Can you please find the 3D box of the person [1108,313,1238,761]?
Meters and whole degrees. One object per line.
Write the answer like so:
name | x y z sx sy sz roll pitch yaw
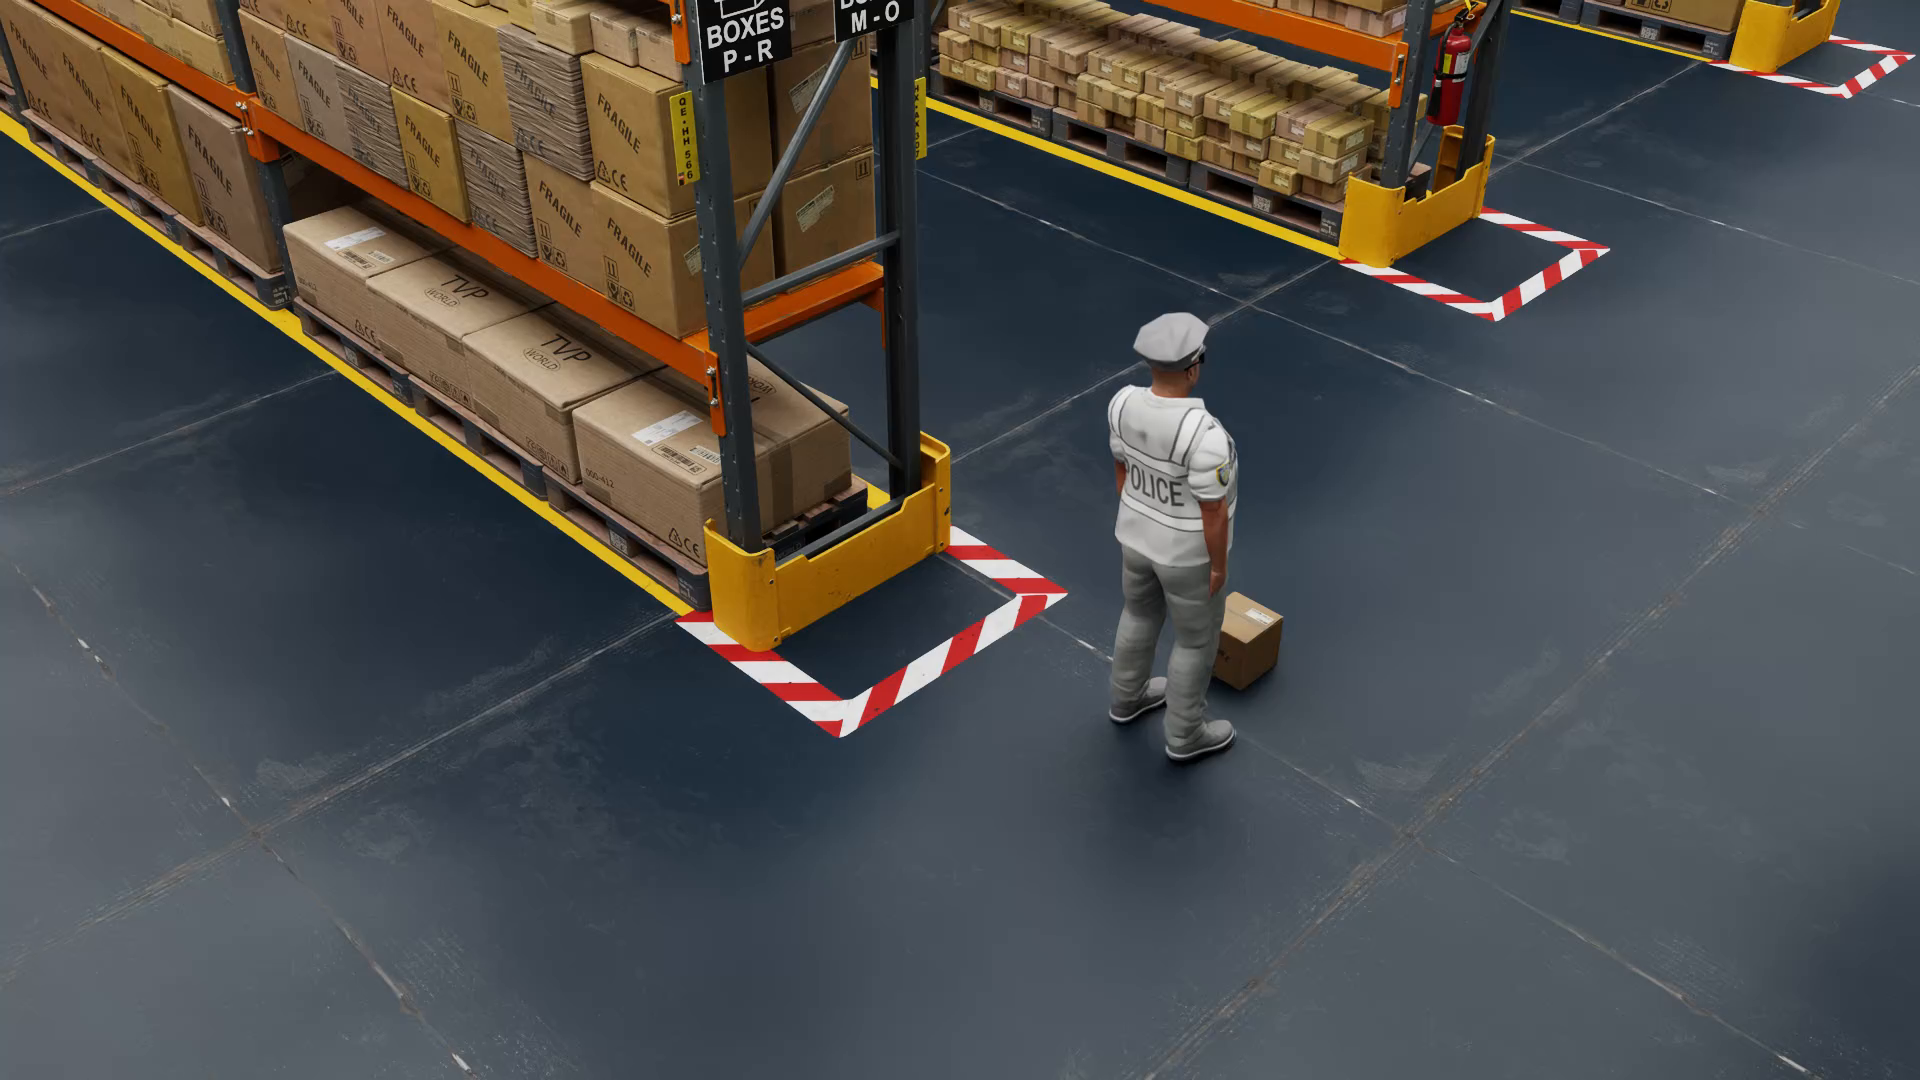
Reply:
person | 0.794 -0.001 6.133 0.394 1.769 0.585 -29 44 -35
